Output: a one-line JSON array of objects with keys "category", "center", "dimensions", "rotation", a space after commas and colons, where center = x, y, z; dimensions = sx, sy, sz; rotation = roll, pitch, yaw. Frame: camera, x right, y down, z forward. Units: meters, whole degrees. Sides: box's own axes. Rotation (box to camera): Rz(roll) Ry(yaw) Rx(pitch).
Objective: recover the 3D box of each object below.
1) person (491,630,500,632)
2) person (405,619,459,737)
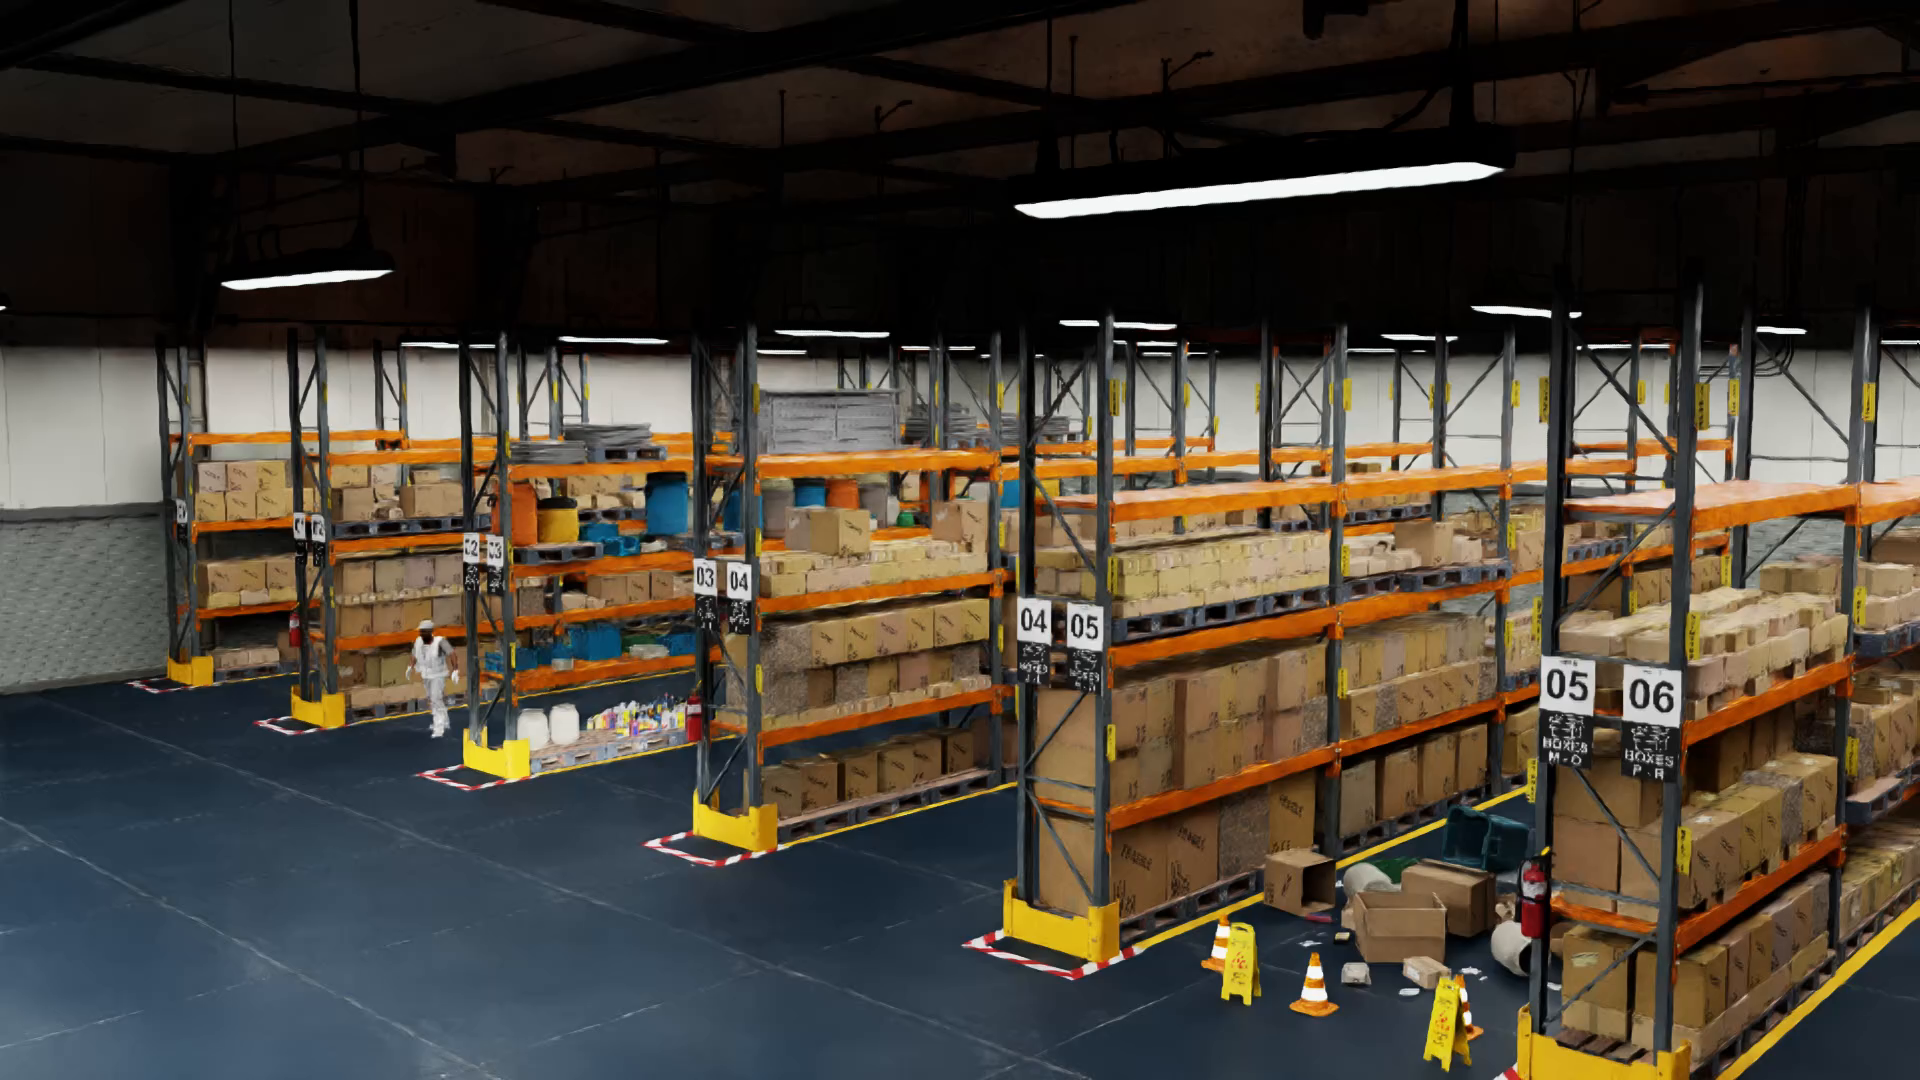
[{"category": "person", "center": [-8.268, 1.555, 29.904], "dimensions": [0.639, 1.628, 0.512], "rotation": [5, 7, 41]}, {"category": "person", "center": [-7.736, 2.000, 24.482], "dimensions": [0.704, 1.711, 0.835], "rotation": [3, 6, 25]}]
